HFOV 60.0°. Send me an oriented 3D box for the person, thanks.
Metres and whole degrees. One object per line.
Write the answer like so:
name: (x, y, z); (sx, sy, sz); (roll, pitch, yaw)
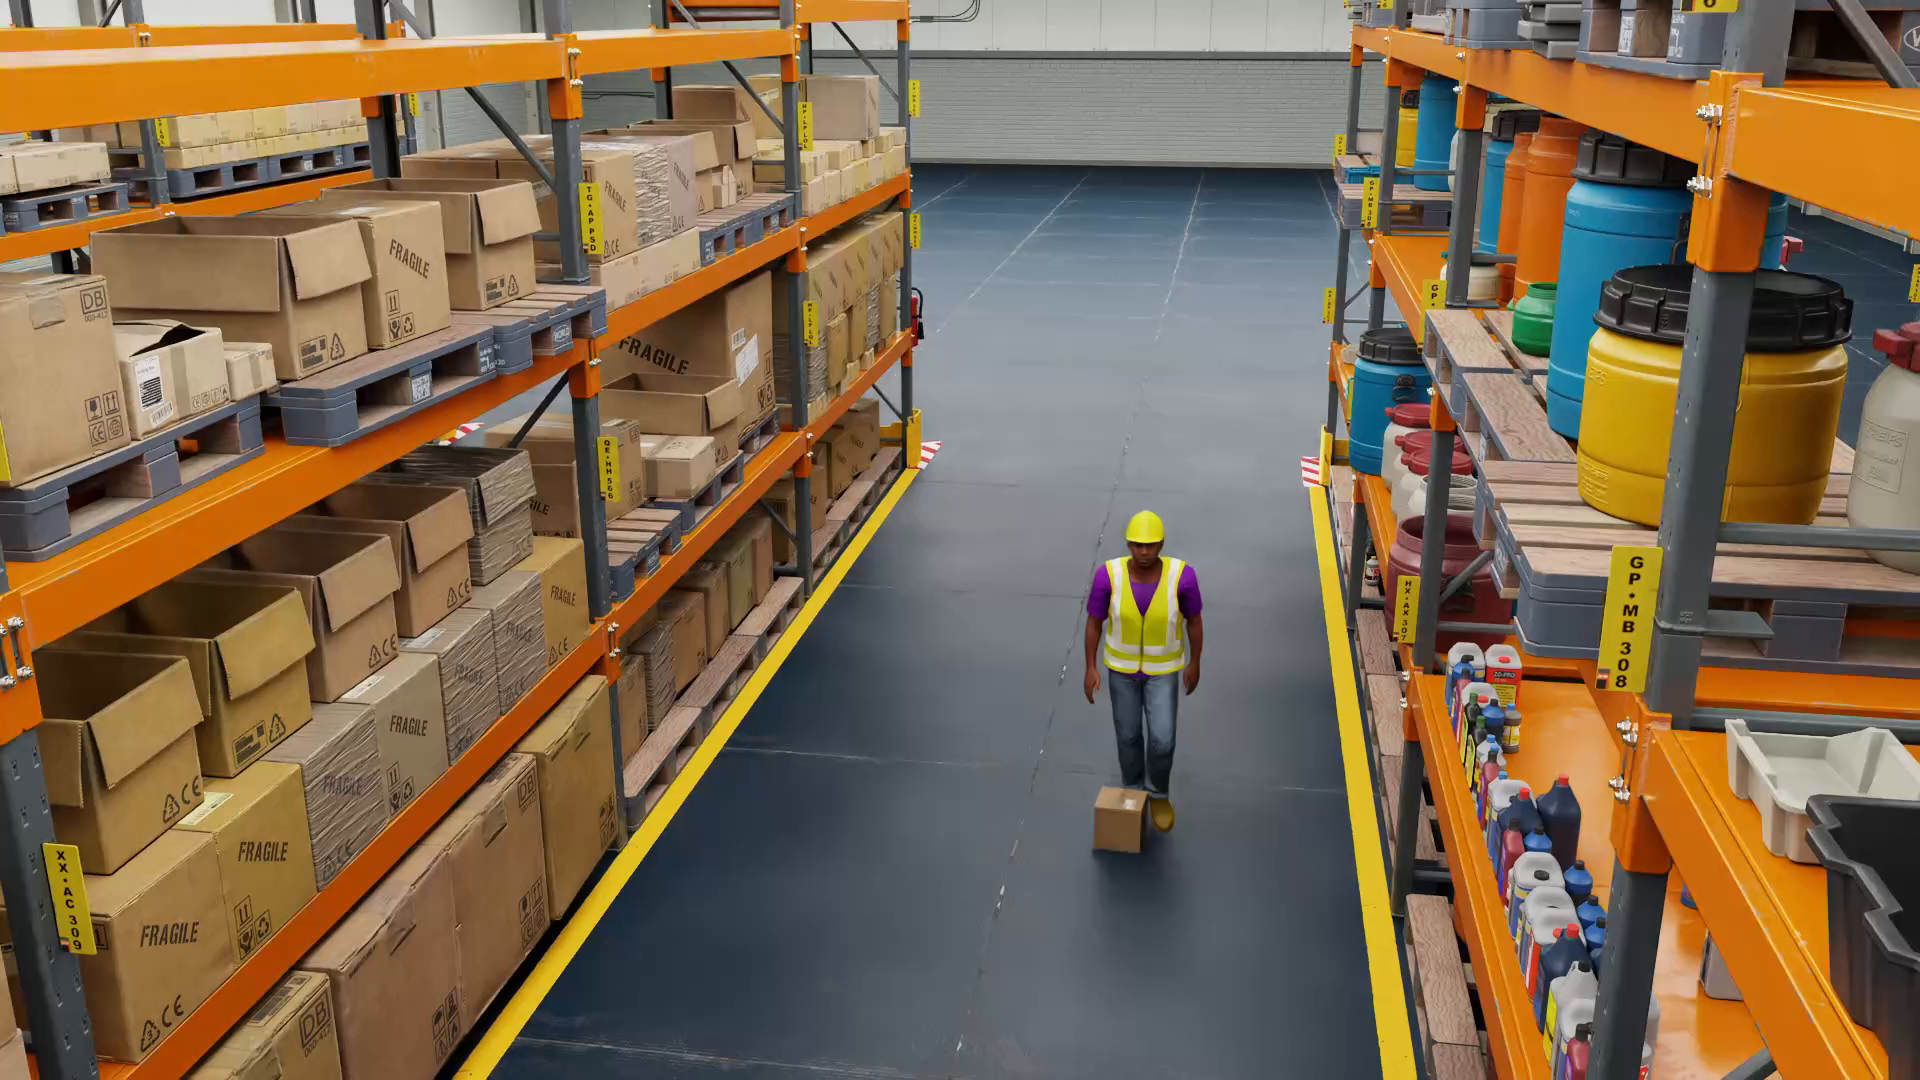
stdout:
person: (0.967, 0.689, 8.826); (0.614, 1.772, 0.530); (4, 18, 11)
